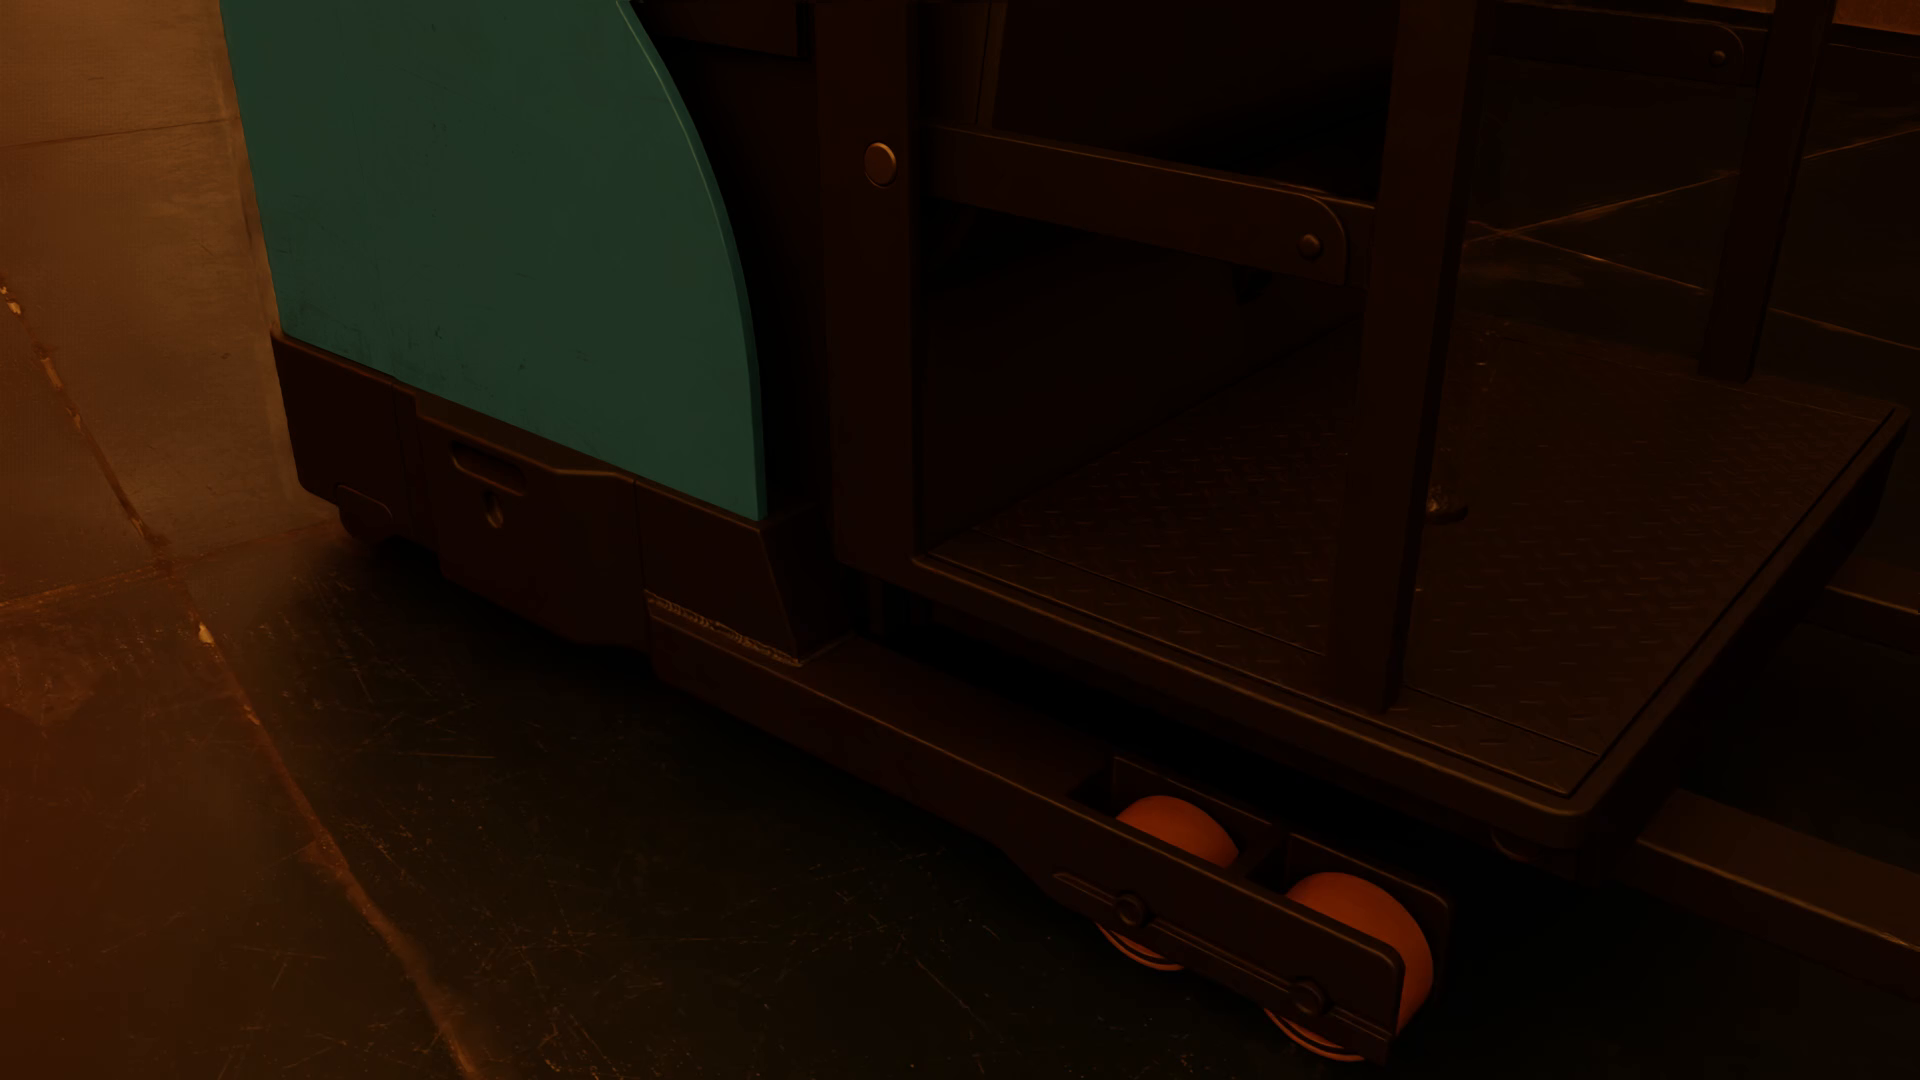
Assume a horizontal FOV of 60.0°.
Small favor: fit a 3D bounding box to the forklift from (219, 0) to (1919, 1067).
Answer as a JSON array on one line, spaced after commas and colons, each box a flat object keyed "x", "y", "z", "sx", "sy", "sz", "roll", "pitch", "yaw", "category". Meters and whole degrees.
[{"x": 0.451, "y": -1.099, "z": 1.422, "sx": 3.031, "sy": 2.935, "sz": 1.130, "roll": 20, "pitch": 33, "yaw": 35, "category": "forklift"}]
